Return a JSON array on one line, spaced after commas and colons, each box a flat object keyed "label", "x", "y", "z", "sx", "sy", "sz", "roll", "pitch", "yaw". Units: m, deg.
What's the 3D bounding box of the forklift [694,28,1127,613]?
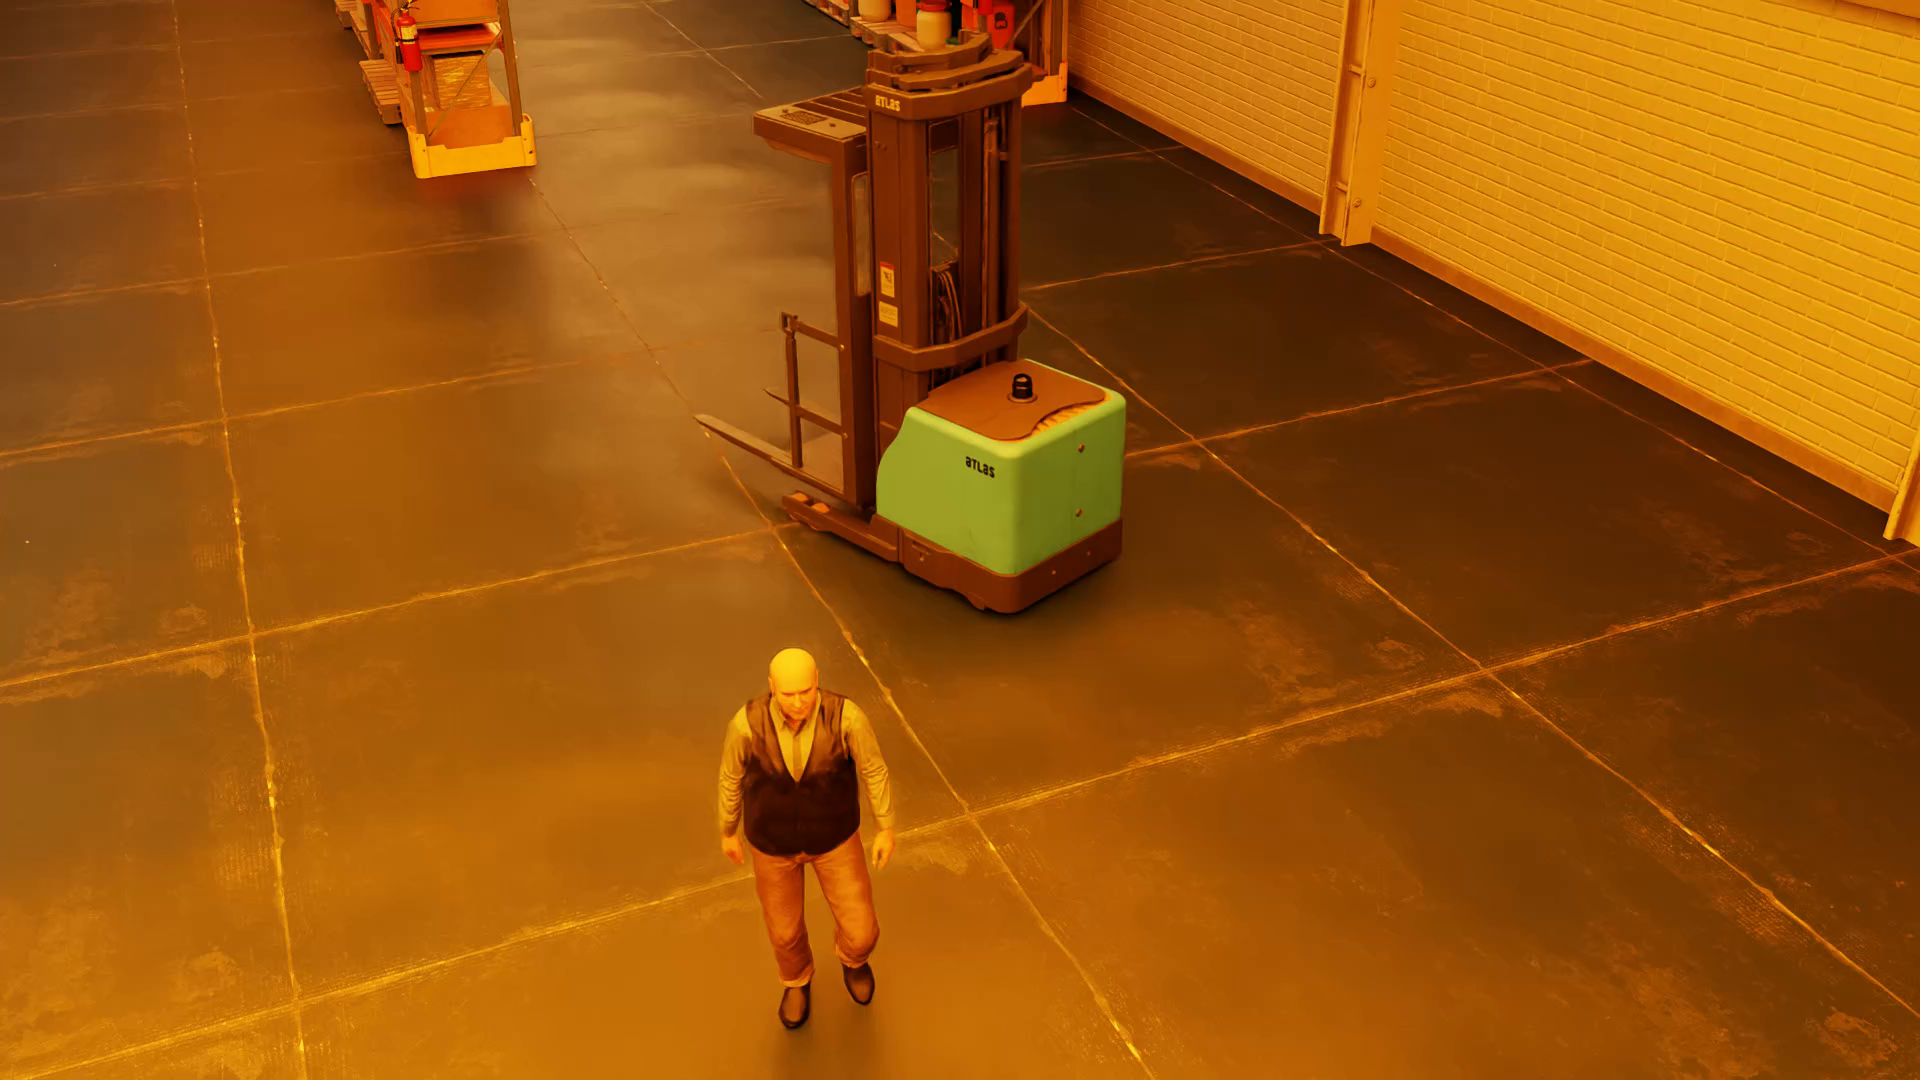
[{"label": "forklift", "x": -0.454, "y": -1.492, "z": 9.729, "sx": 3.031, "sy": 2.935, "sz": 1.130, "roll": 26, "pitch": 39, "yaw": 37}]

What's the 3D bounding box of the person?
[{"label": "person", "x": -0.580, "y": 1.162, "z": 6.325, "sx": 0.667, "sy": 1.702, "sz": 0.474, "roll": -4, "pitch": 30, "yaw": -6}]
